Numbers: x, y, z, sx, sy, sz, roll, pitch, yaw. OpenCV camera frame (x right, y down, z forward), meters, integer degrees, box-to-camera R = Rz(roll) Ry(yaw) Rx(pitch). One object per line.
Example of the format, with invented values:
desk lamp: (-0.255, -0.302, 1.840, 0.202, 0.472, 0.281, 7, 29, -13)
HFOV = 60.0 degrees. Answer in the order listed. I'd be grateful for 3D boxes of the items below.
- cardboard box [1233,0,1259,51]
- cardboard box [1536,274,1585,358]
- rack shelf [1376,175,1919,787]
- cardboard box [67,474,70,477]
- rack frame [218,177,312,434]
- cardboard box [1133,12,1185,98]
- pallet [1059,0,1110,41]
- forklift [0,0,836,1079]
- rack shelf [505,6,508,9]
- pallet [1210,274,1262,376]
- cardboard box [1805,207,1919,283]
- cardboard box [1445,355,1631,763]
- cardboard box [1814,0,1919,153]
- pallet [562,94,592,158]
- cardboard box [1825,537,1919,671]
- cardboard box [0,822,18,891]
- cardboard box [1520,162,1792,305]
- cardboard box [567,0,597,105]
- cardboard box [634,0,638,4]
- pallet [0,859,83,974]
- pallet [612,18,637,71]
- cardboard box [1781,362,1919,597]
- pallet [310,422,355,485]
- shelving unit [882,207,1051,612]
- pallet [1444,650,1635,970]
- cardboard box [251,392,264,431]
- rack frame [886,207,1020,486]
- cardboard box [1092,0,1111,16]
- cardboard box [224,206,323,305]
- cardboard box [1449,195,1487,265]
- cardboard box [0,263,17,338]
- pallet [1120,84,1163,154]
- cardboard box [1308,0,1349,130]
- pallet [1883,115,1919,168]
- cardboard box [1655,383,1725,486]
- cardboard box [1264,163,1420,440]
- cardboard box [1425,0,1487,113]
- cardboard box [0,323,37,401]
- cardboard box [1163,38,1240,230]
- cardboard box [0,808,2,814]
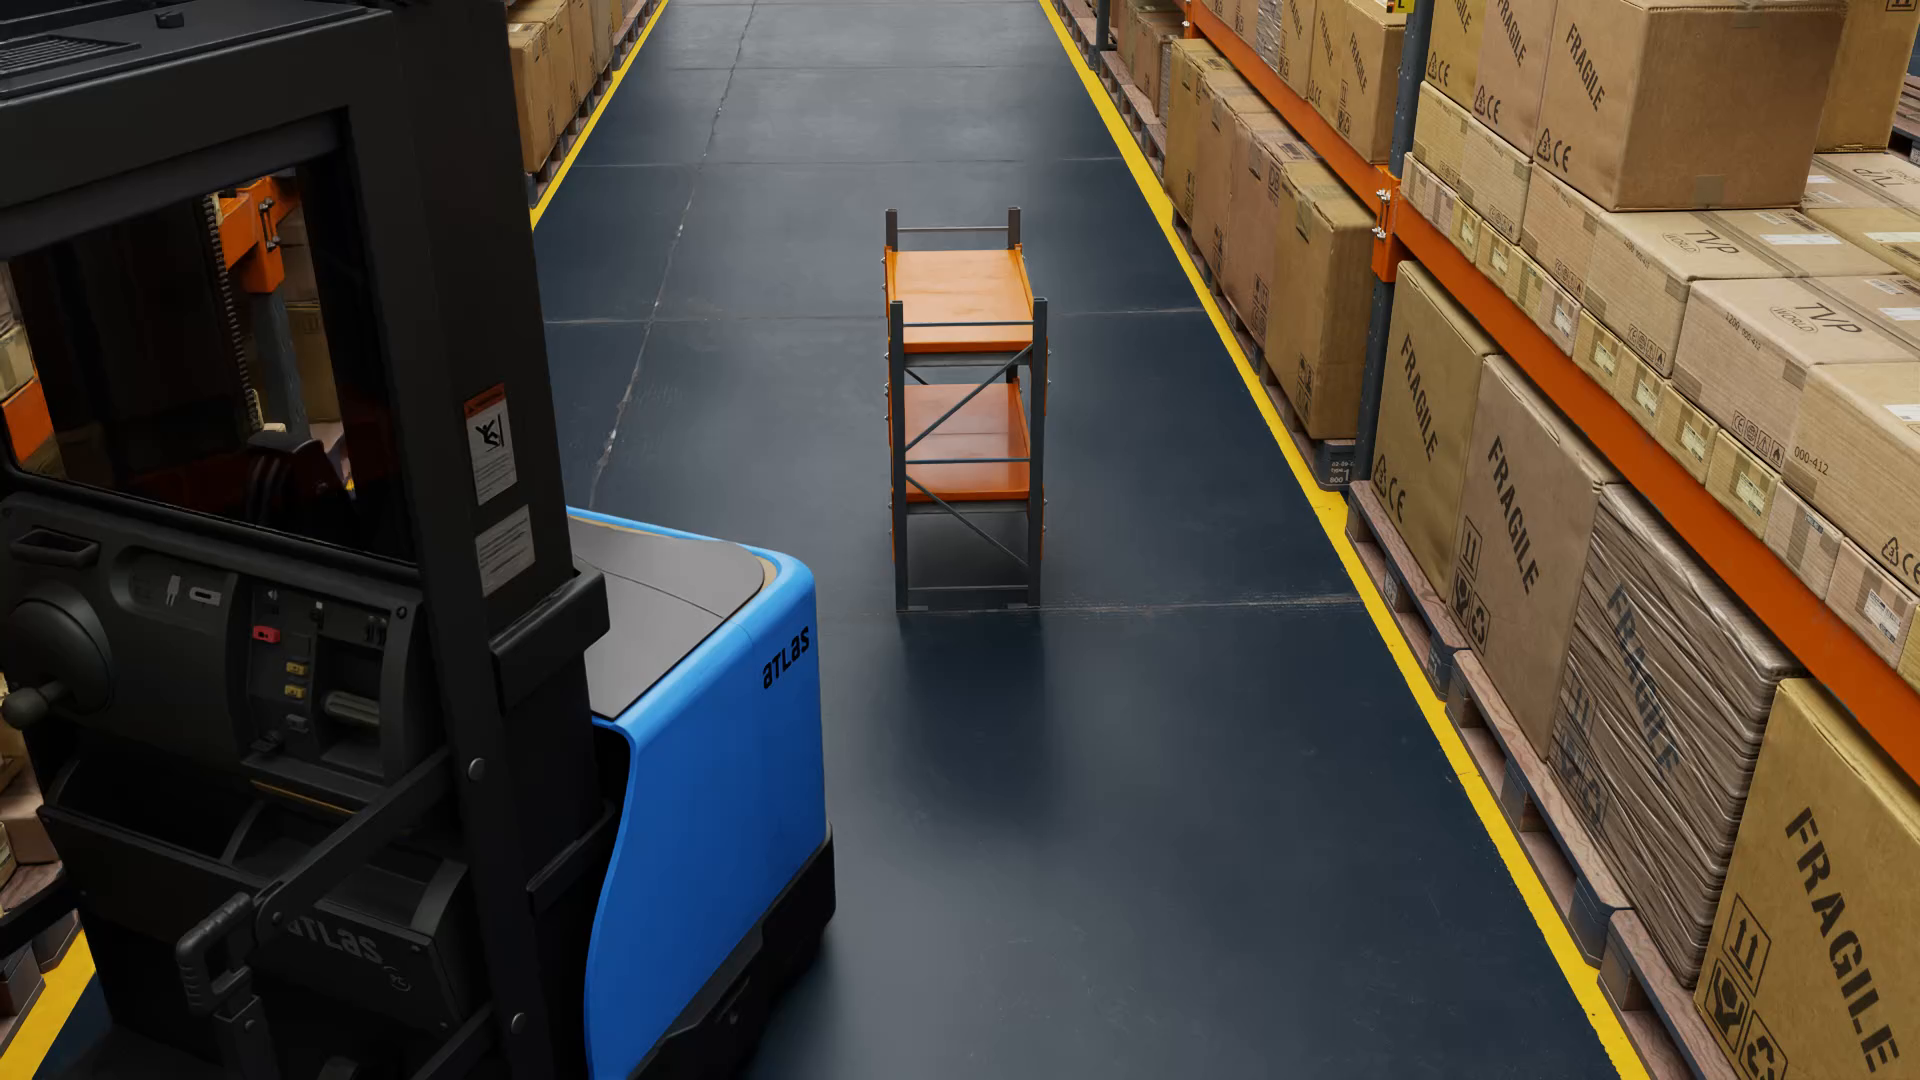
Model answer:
cardboard box: (1.626, -2.641, 7.961, 0.500, 0.500, 0.500, -2, 28, -4)
cardboard box: (1.773, -0.600, 4.429, 0.380, 0.149, 0.250, -1, 28, -2)
rack shelf: (2.126, -0.212, 4.191, 1.077, 0.370, 4.000, -1, 28, -3)
cardboard box: (-3.135, -0.146, 5.593, 0.380, 0.149, 0.250, -1, 28, -2)
rack frame: (-2.937, -1.382, 5.656, 1.000, 3.000, 0.127, -1, 28, -3)
cardboard box: (1.650, -3.473, 11.892, 0.700, 0.500, 0.500, -4, 28, -7)
pallet: (1.467, -4.787, 15.200, 1.003, 0.211, 1.213, -1, 28, -3)
forklift: (-1.380, 0.226, 2.647, 1.130, 2.935, 3.031, 12, 30, 21)
rack shelf: (-3.250, -3.834, 11.135, 1.077, 0.370, 4.000, -1, 28, -3)
pallet: (1.839, -1.138, 8.203, 1.003, 0.211, 1.213, -1, 28, -3)
cardboard box: (2.386, -0.614, 4.024, 0.500, 0.250, 0.500, -2, 28, -4)
cardboard box: (2.023, 0.023, 4.805, 0.875, 0.875, 0.875, -1, 28, -3)
cardboard box: (2.335, -1.415, 4.750, 0.500, 0.500, 0.500, -1, 28, -2)
pallet: (-3.172, -2.921, 11.621, 1.003, 0.211, 1.213, -1, 28, -3)
cardboard box: (1.856, 0.111, 3.066, 0.380, 0.149, 0.250, -1, 28, -3)
cardboard box: (-2.563, 0.824, 4.055, 0.380, 0.149, 0.250, -1, 28, -3)
cardboard box: (1.838, -0.828, 4.434, 0.500, 0.250, 0.500, -1, 28, -1)
cardboard box: (-3.186, -3.535, 11.762, 1.050, 0.750, 0.750, -1, 28, -3)
cardboard box: (-3.414, -5.450, 15.299, 0.875, 0.875, 0.875, -2, 28, -3)
pallet: (-2.800, 0.729, 4.625, 1.003, 0.211, 1.213, -1, 28, -3)
pallet: (-3.316, -4.193, 14.061, 1.003, 0.211, 1.213, -1, 28, -3)
cardboard box: (1.914, -0.125, 3.086, 0.500, 0.250, 0.500, -2, 28, -4)
pallet: (-2.979, -0.505, 6.990, 1.003, 0.211, 1.213, -1, 28, -3)
shelving unit: (0.000, -0.496, 5.984, 0.538, 1.125, 1.048, -1, 28, -3)
pallet: (2.050, 0.699, 4.681, 1.003, 0.211, 1.213, -1, 28, -3)
cardboard box: (-2.658, -0.410, 5.777, 0.380, 0.149, 0.250, -1, 28, -1)
rack frame: (-0.026, -0.730, 6.434, 0.500, 1.125, 0.032, -1, 28, -3)
cardboard box: (1.475, -4.962, 14.769, 0.500, 0.500, 0.500, -4, 28, -7)
cardboard box: (-2.711, -1.140, 6.630, 0.500, 0.250, 0.500, -3, 28, -5)
cardboard box: (1.733, -0.956, 5.111, 0.380, 0.149, 0.250, -1, 28, -1)
cardboard box: (-2.574, -0.633, 3.790, 0.500, 0.500, 0.500, -2, 28, -4)
pallet: (1.713, -2.989, 11.752, 1.003, 0.211, 1.213, -1, 28, -3)
cardboard box: (1.706, -1.937, 6.613, 0.500, 0.500, 0.500, -1, 28, -1)
pallet: (6.757, -2.544, 10.899, 1.003, 0.211, 1.213, -1, 28, -3)
cardboard box: (1.814, -0.244, 3.746, 0.380, 0.149, 0.250, -1, 28, -2)
cardboard box: (1.968, -0.994, 6.756, 1.225, 0.875, 0.875, -1, 28, -2)
cardboard box: (1.791, -1.625, 5.152, 0.500, 0.500, 0.500, -1, 28, -3)
cardboard box: (-2.535, -0.424, 4.091, 0.380, 0.149, 0.250, -1, 28, -2)
cardboard box: (1.828, -2.227, 9.120, 1.225, 0.875, 0.875, -3, 28, -5)
cardboard box: (-2.572, 0.683, 4.003, 0.380, 0.149, 0.250, -3, 28, -5)
